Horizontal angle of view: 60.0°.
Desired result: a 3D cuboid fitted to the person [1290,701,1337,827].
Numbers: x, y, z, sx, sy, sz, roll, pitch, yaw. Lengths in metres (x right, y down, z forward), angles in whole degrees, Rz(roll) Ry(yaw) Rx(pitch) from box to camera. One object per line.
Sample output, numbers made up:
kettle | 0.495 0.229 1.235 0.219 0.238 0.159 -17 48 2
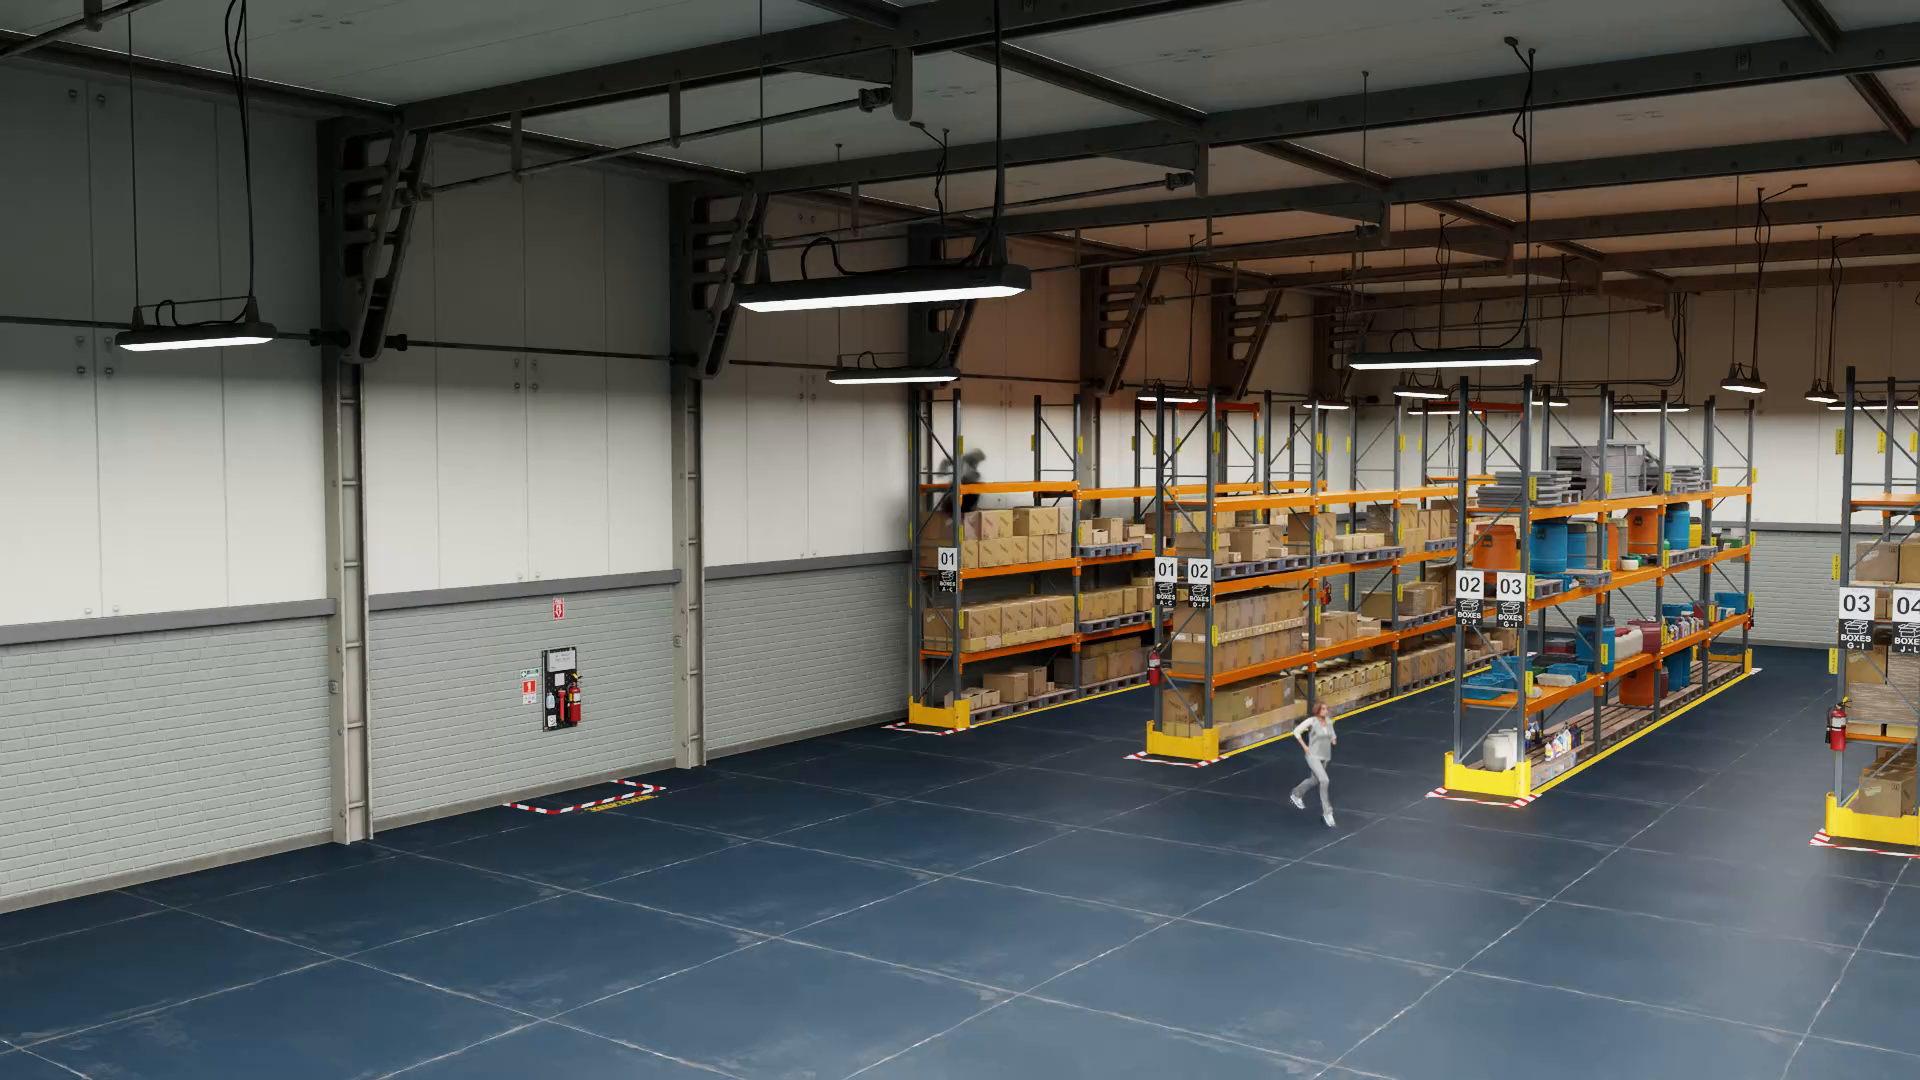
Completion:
person | 4.762 2.947 22.228 0.506 1.632 0.915 -2 4 -34
